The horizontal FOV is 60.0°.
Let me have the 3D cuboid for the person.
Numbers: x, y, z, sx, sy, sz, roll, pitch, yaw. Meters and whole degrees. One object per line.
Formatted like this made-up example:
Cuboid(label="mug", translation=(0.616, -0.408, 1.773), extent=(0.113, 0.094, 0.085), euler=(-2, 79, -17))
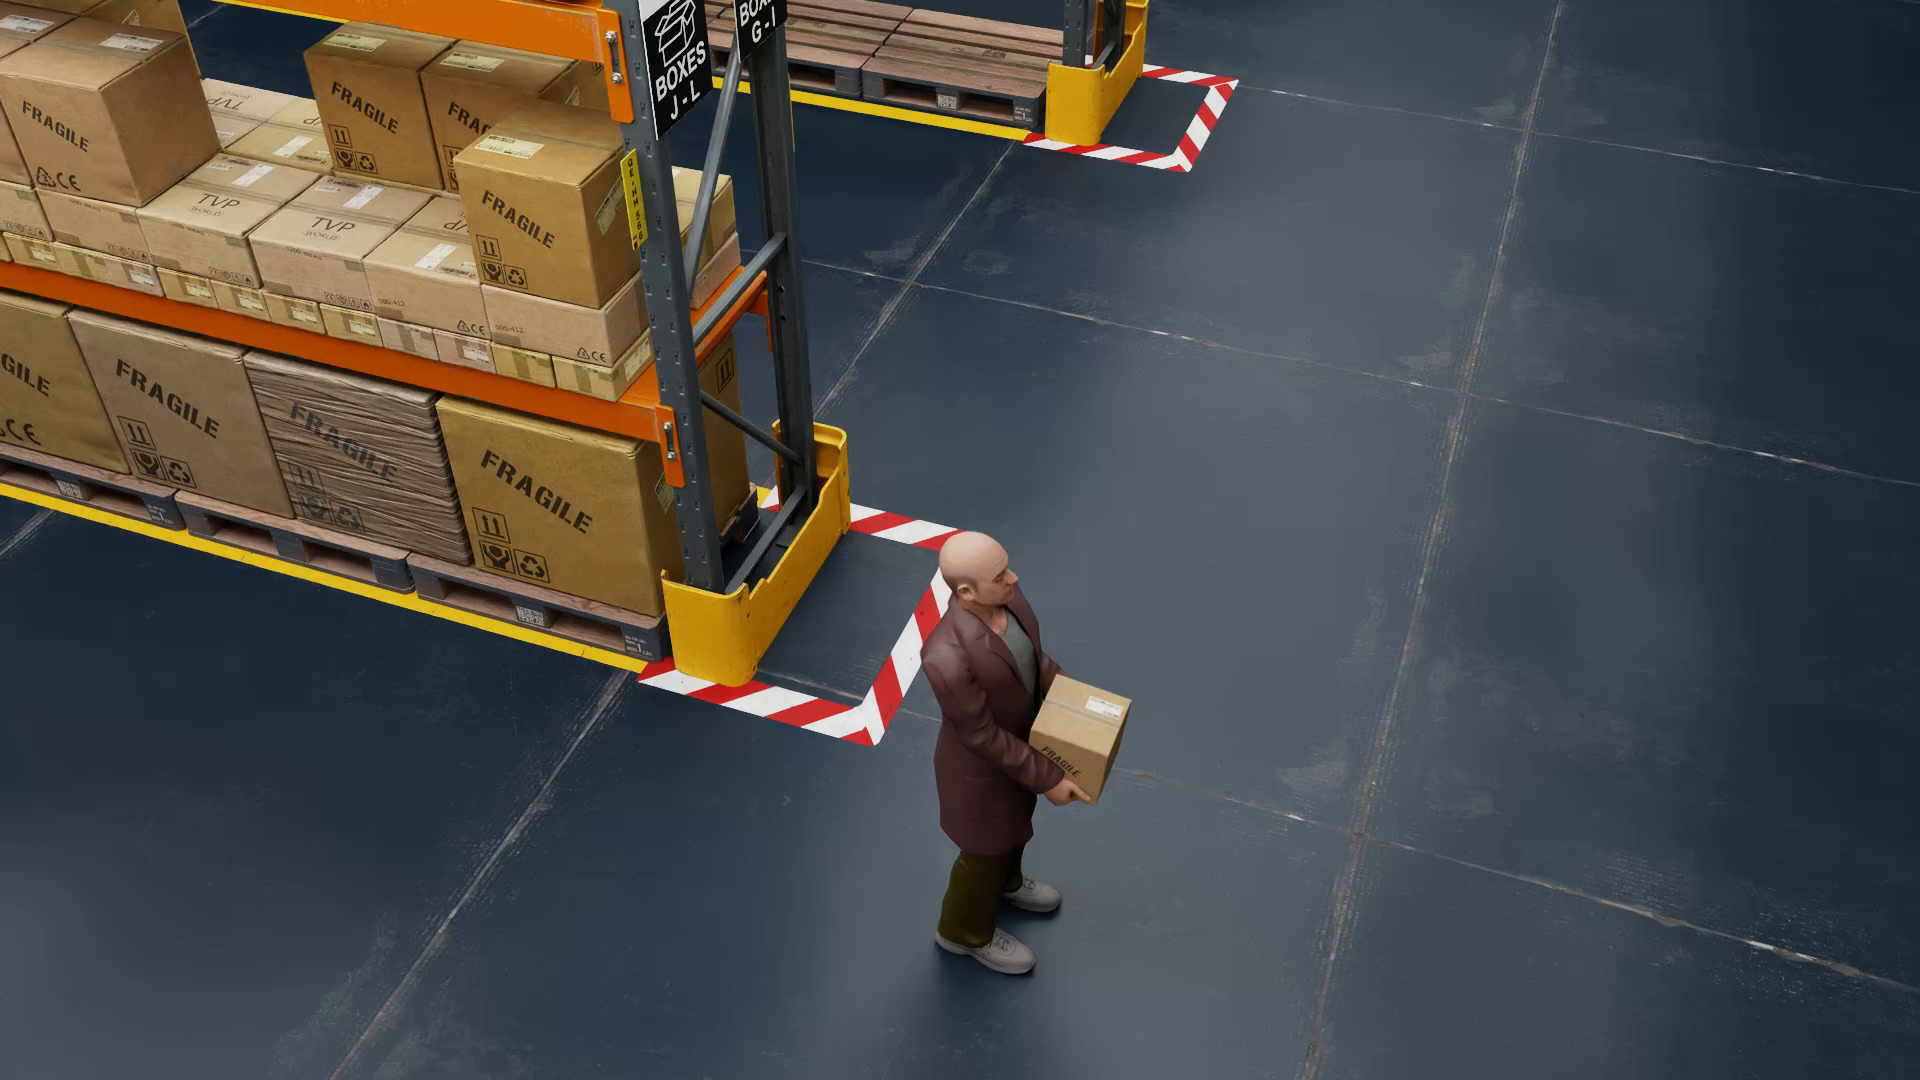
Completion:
Cuboid(label="person", translation=(0.192, 0.712, 5.354), extent=(0.555, 1.769, 0.529), euler=(14, 43, 16))
